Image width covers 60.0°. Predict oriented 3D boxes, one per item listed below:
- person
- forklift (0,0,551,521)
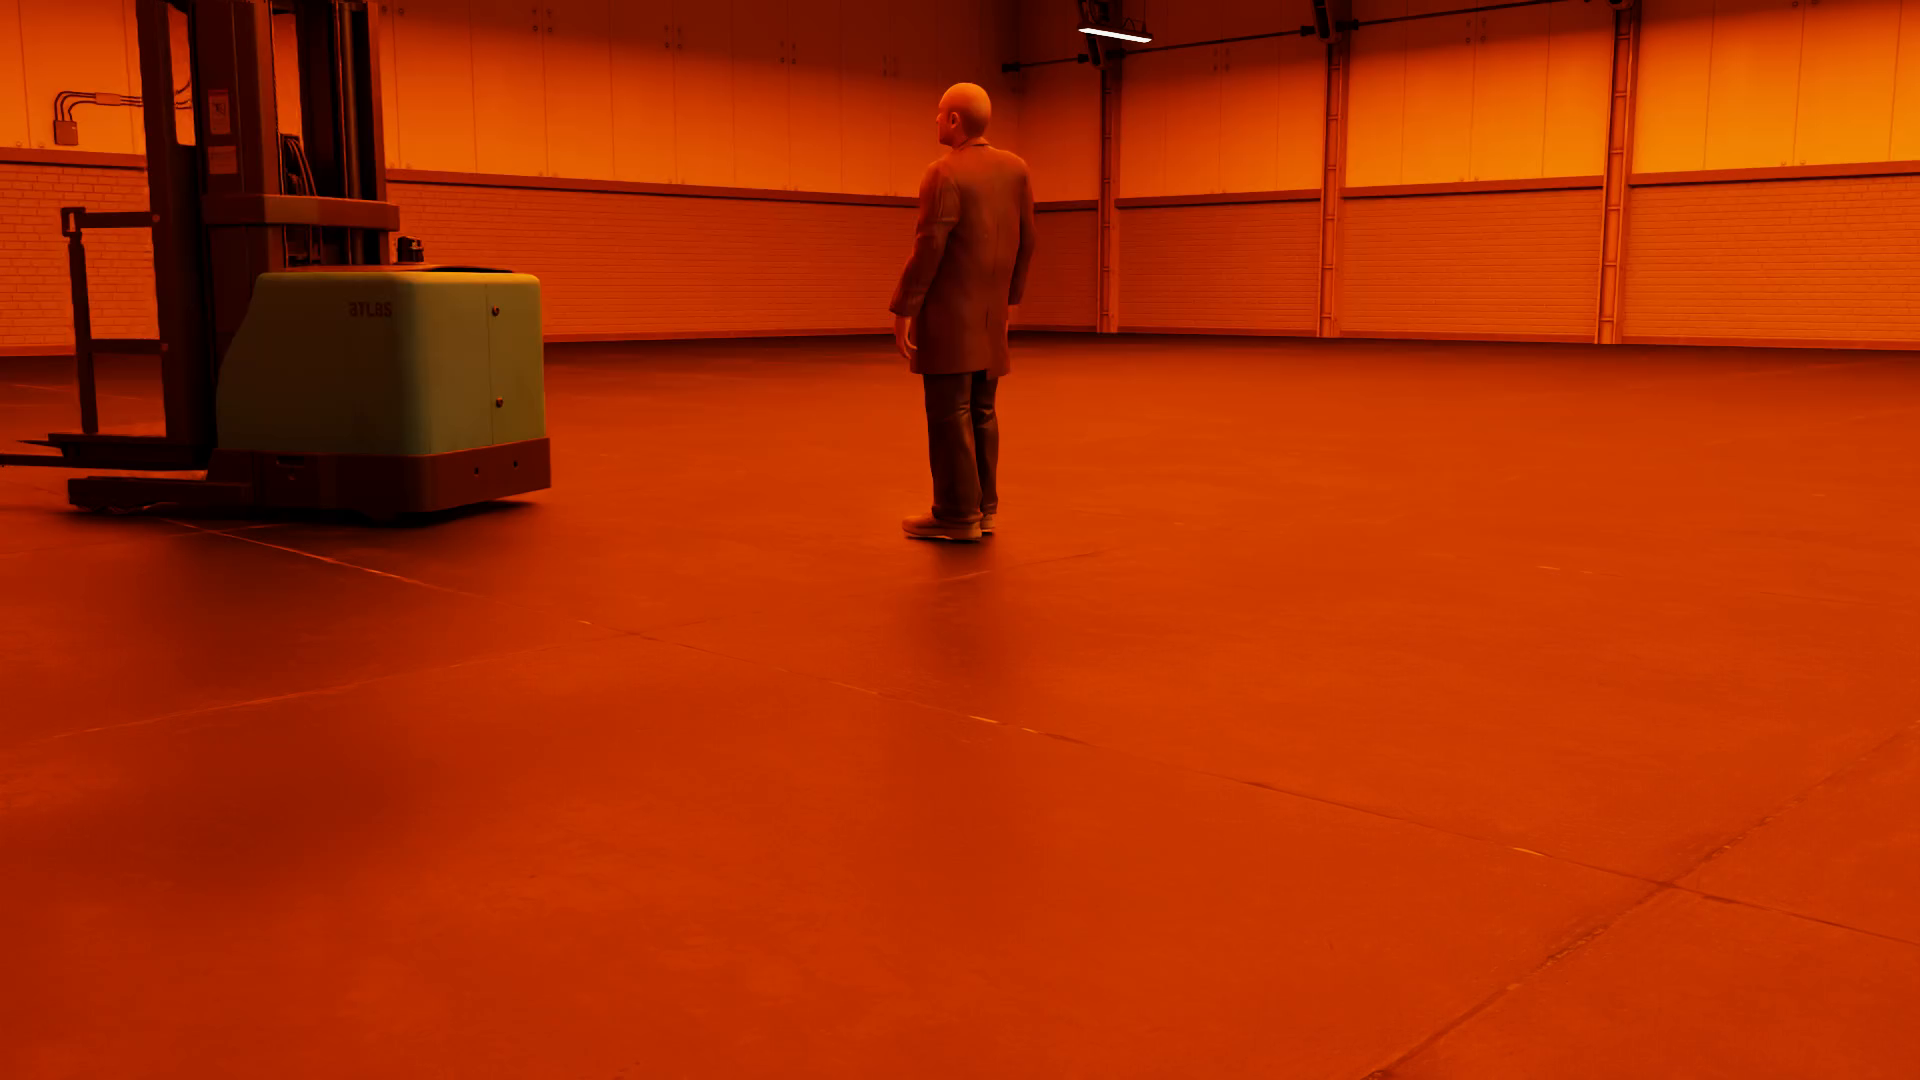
[{"bbox_3d":[-0.062,-0.896,6.650,0.582,1.775,0.696,8,12,43],"label":"person"},{"bbox_3d":[-3.515,-1.633,7.719,3.031,2.935,1.130,3,9,18],"label":"forklift"}]
